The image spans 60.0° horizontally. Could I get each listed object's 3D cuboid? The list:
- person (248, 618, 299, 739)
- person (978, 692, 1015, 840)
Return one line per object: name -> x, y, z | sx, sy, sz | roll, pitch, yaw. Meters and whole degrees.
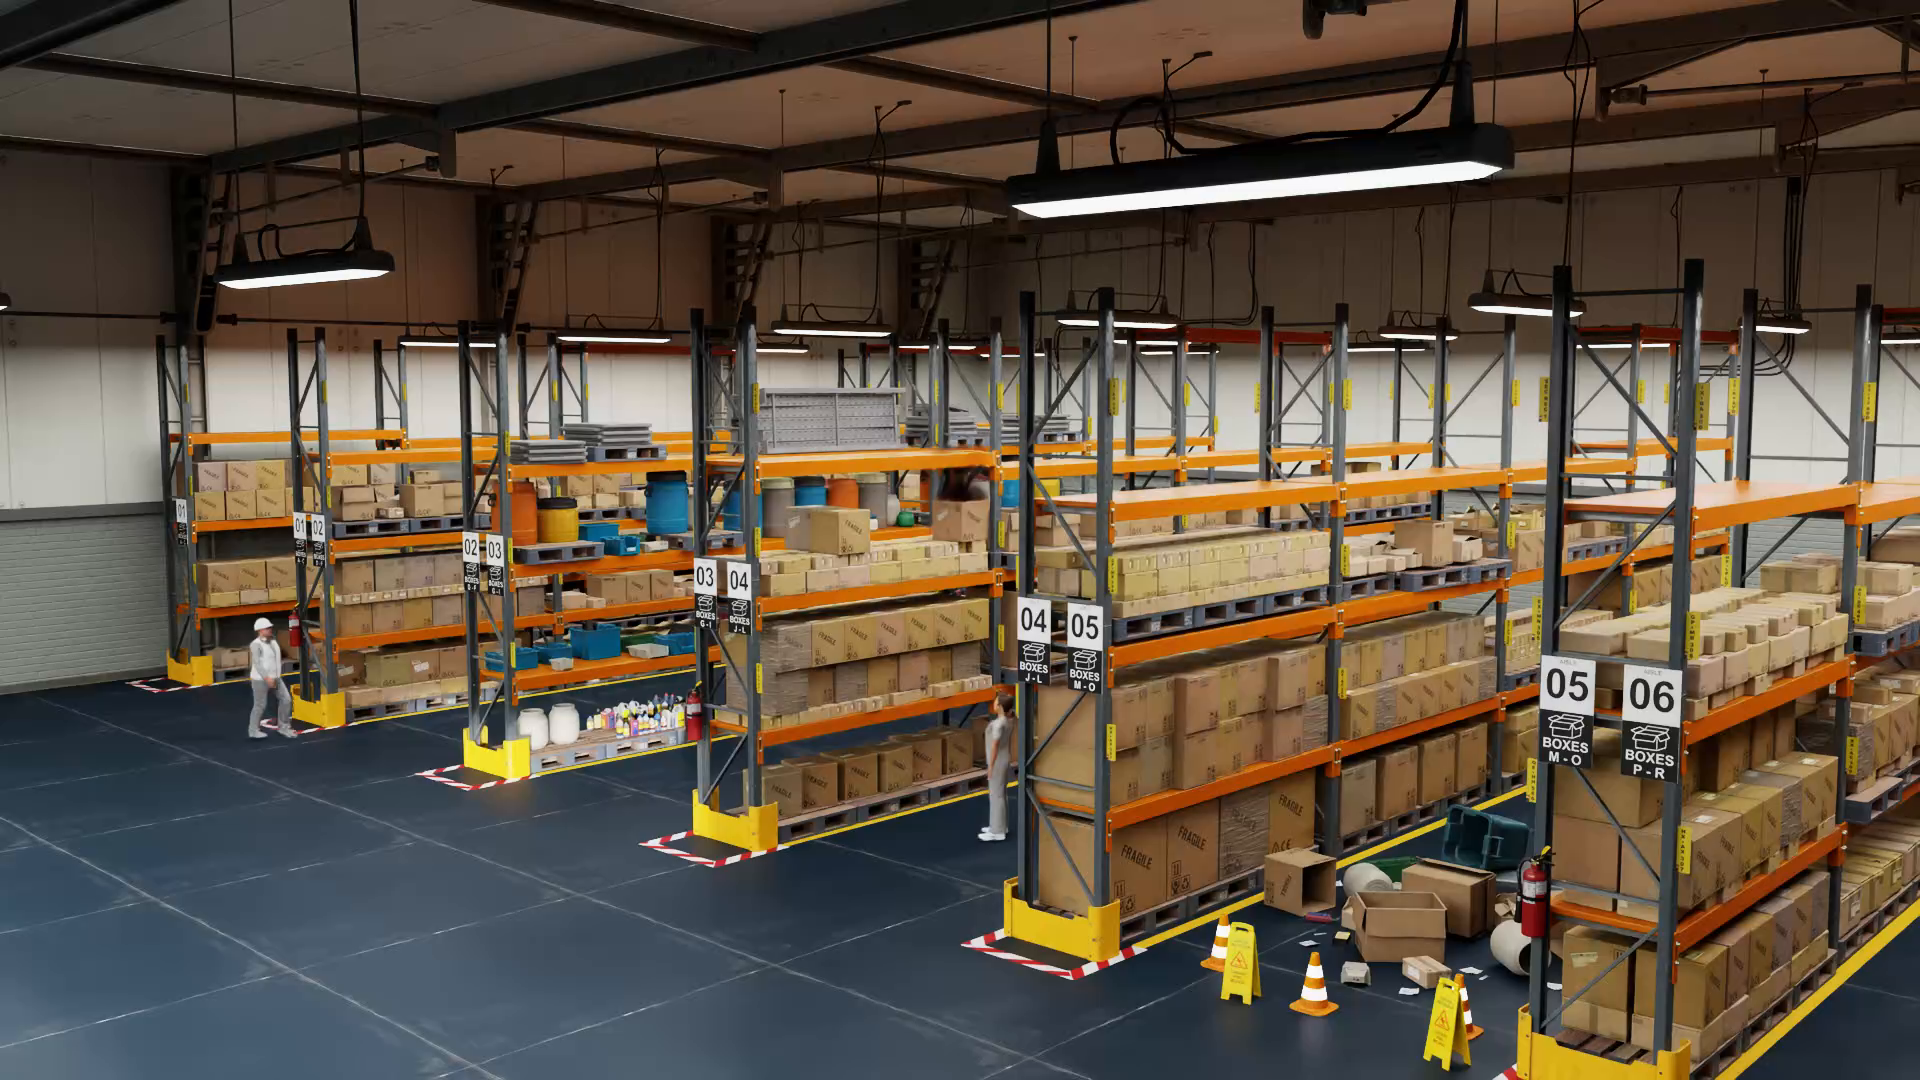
person -> -10.041, 2.023, 24.124 | 0.676, 1.800, 0.576 | 1, 6, 14
person -> 0.427, 2.558, 18.901 | 0.402, 1.657, 0.492 | 1, 5, 11
